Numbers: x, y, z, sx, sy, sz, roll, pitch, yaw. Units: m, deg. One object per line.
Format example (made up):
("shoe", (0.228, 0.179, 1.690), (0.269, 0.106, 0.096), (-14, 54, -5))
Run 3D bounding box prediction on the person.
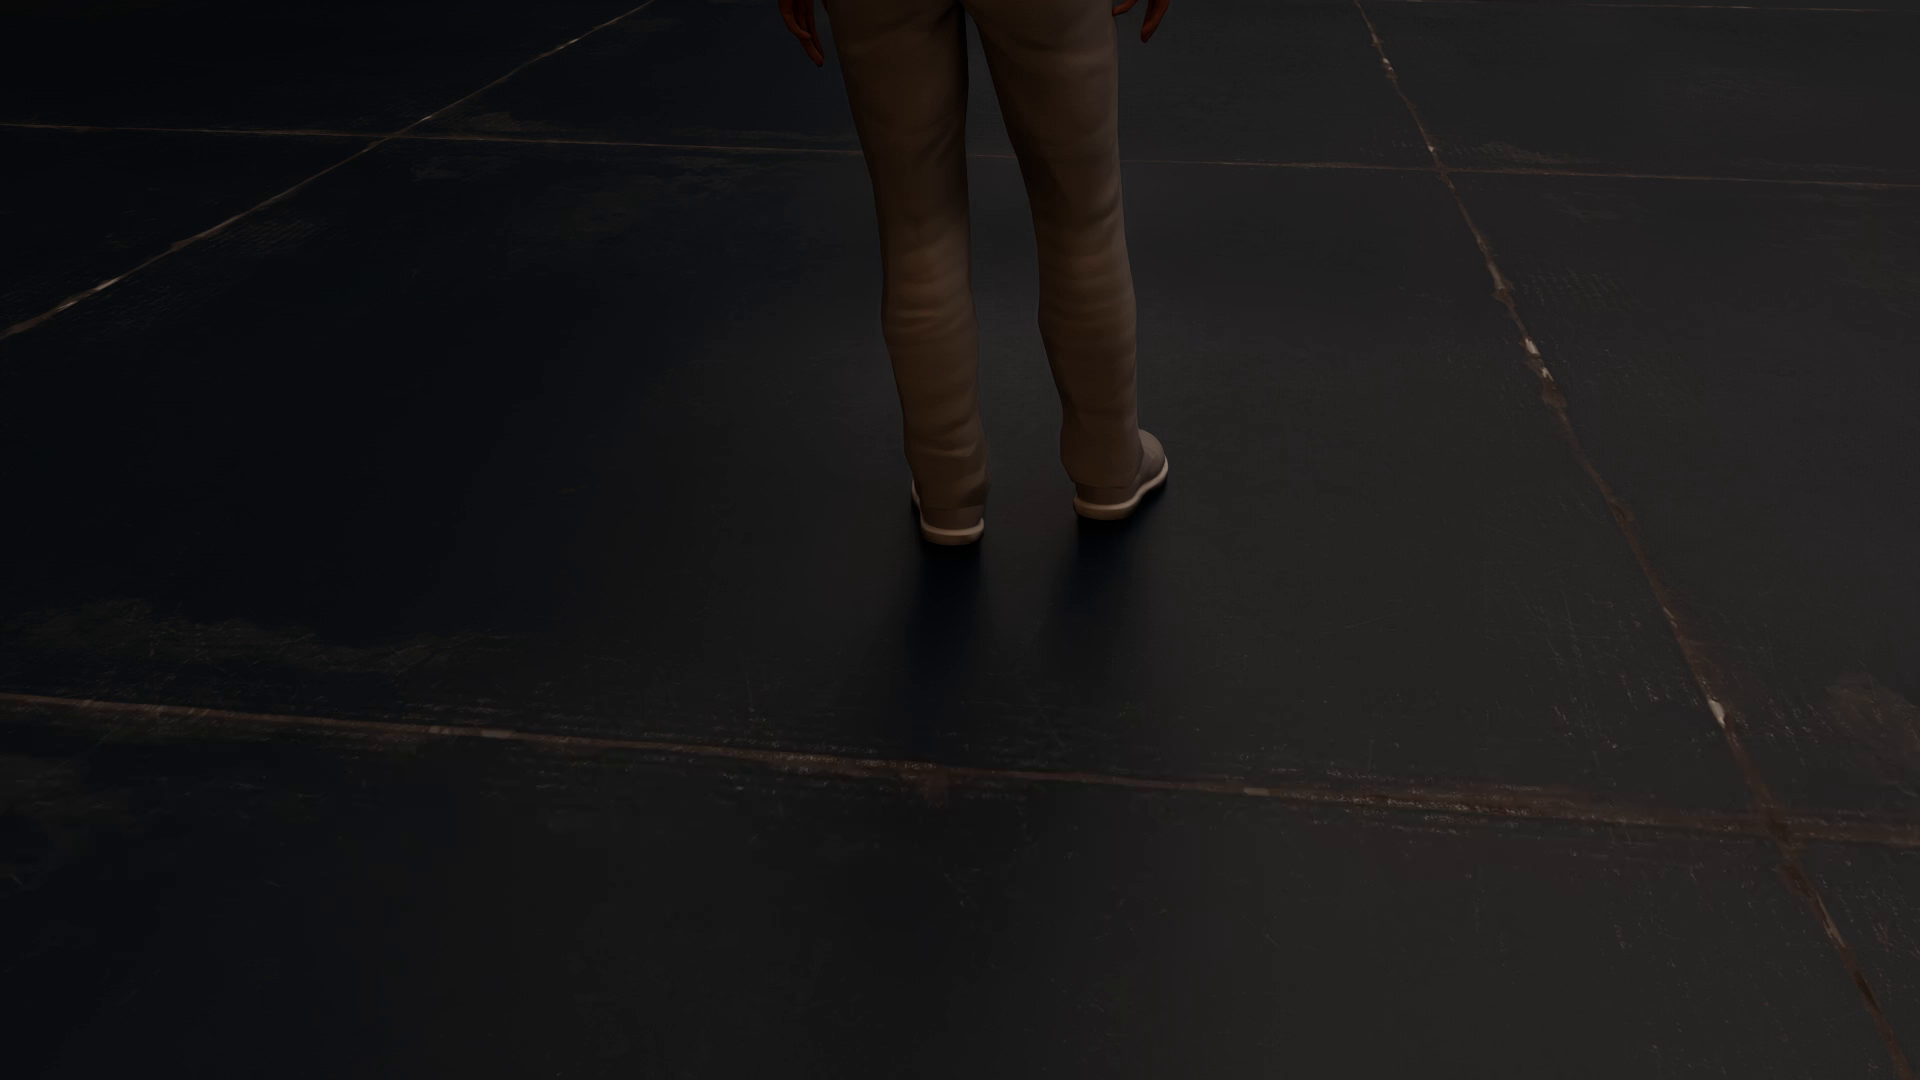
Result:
("person", (0.030, -0.792, 2.185), (0.569, 1.684, 0.530), (3, 27, 7))
